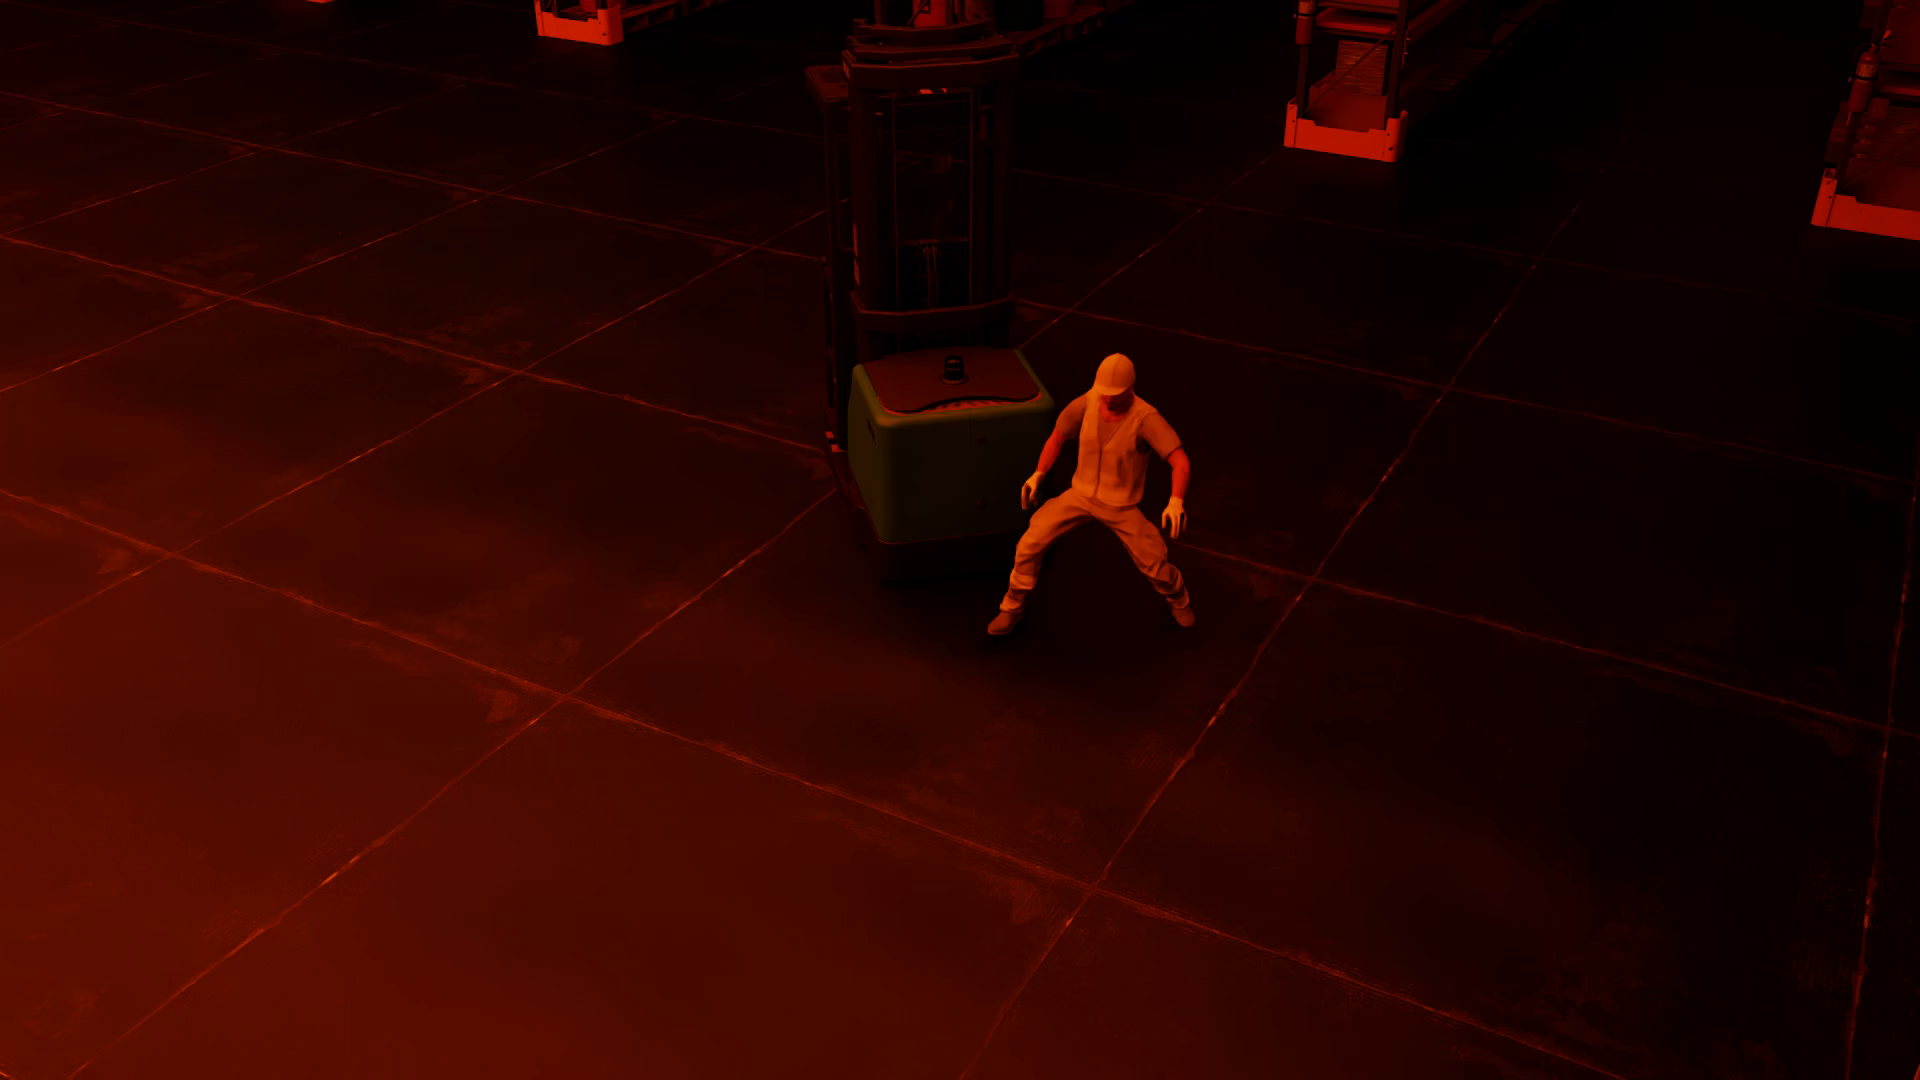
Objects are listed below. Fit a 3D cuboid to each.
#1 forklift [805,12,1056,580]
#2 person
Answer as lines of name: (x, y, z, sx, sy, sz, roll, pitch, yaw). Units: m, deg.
forklift: (-0.295, -1.763, 10.125, 1.130, 2.935, 3.031, -7, 31, -12)
person: (0.783, -0.202, 8.792, 1.024, 1.628, 0.923, 16, 33, 25)
